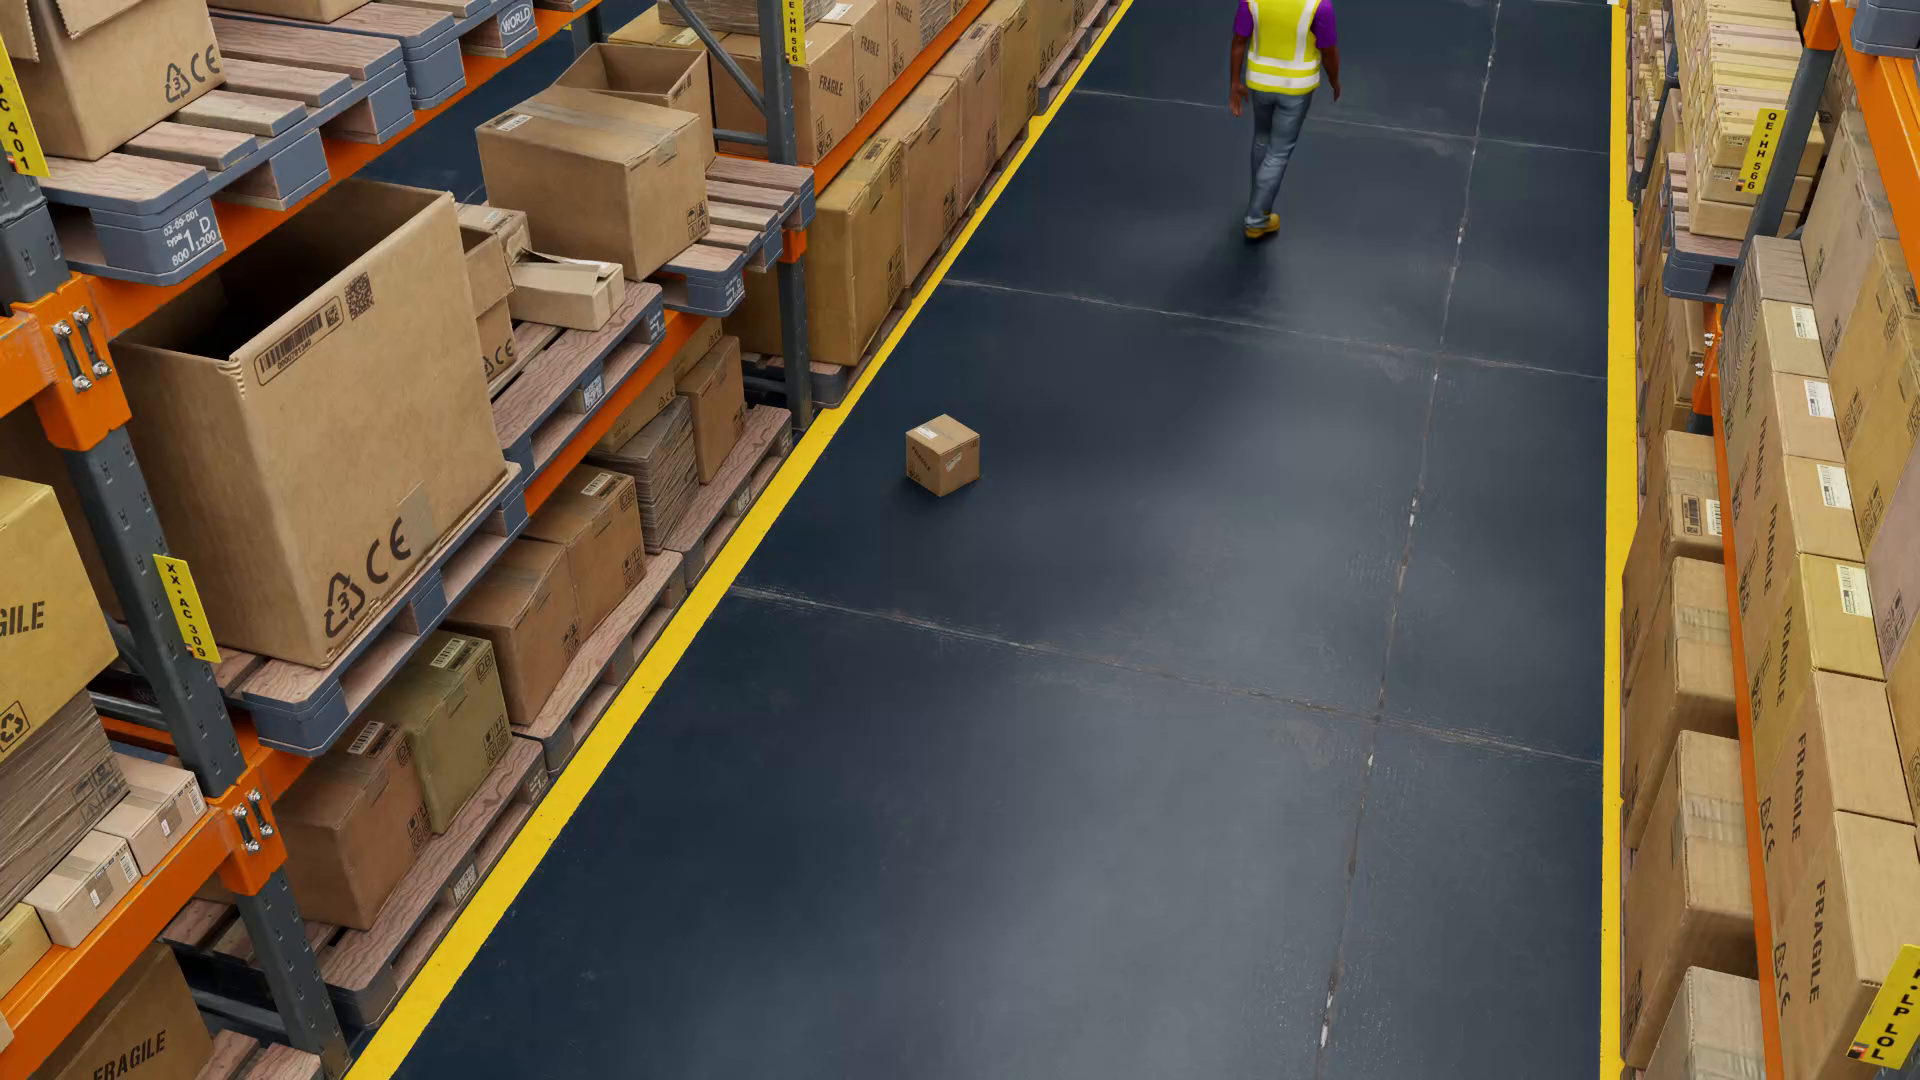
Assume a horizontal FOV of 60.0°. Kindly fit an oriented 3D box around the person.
[{"bbox_3d":[1.903,-2.651,9.677,0.587,1.800,0.756,20,41,25],"label":"person"}]
